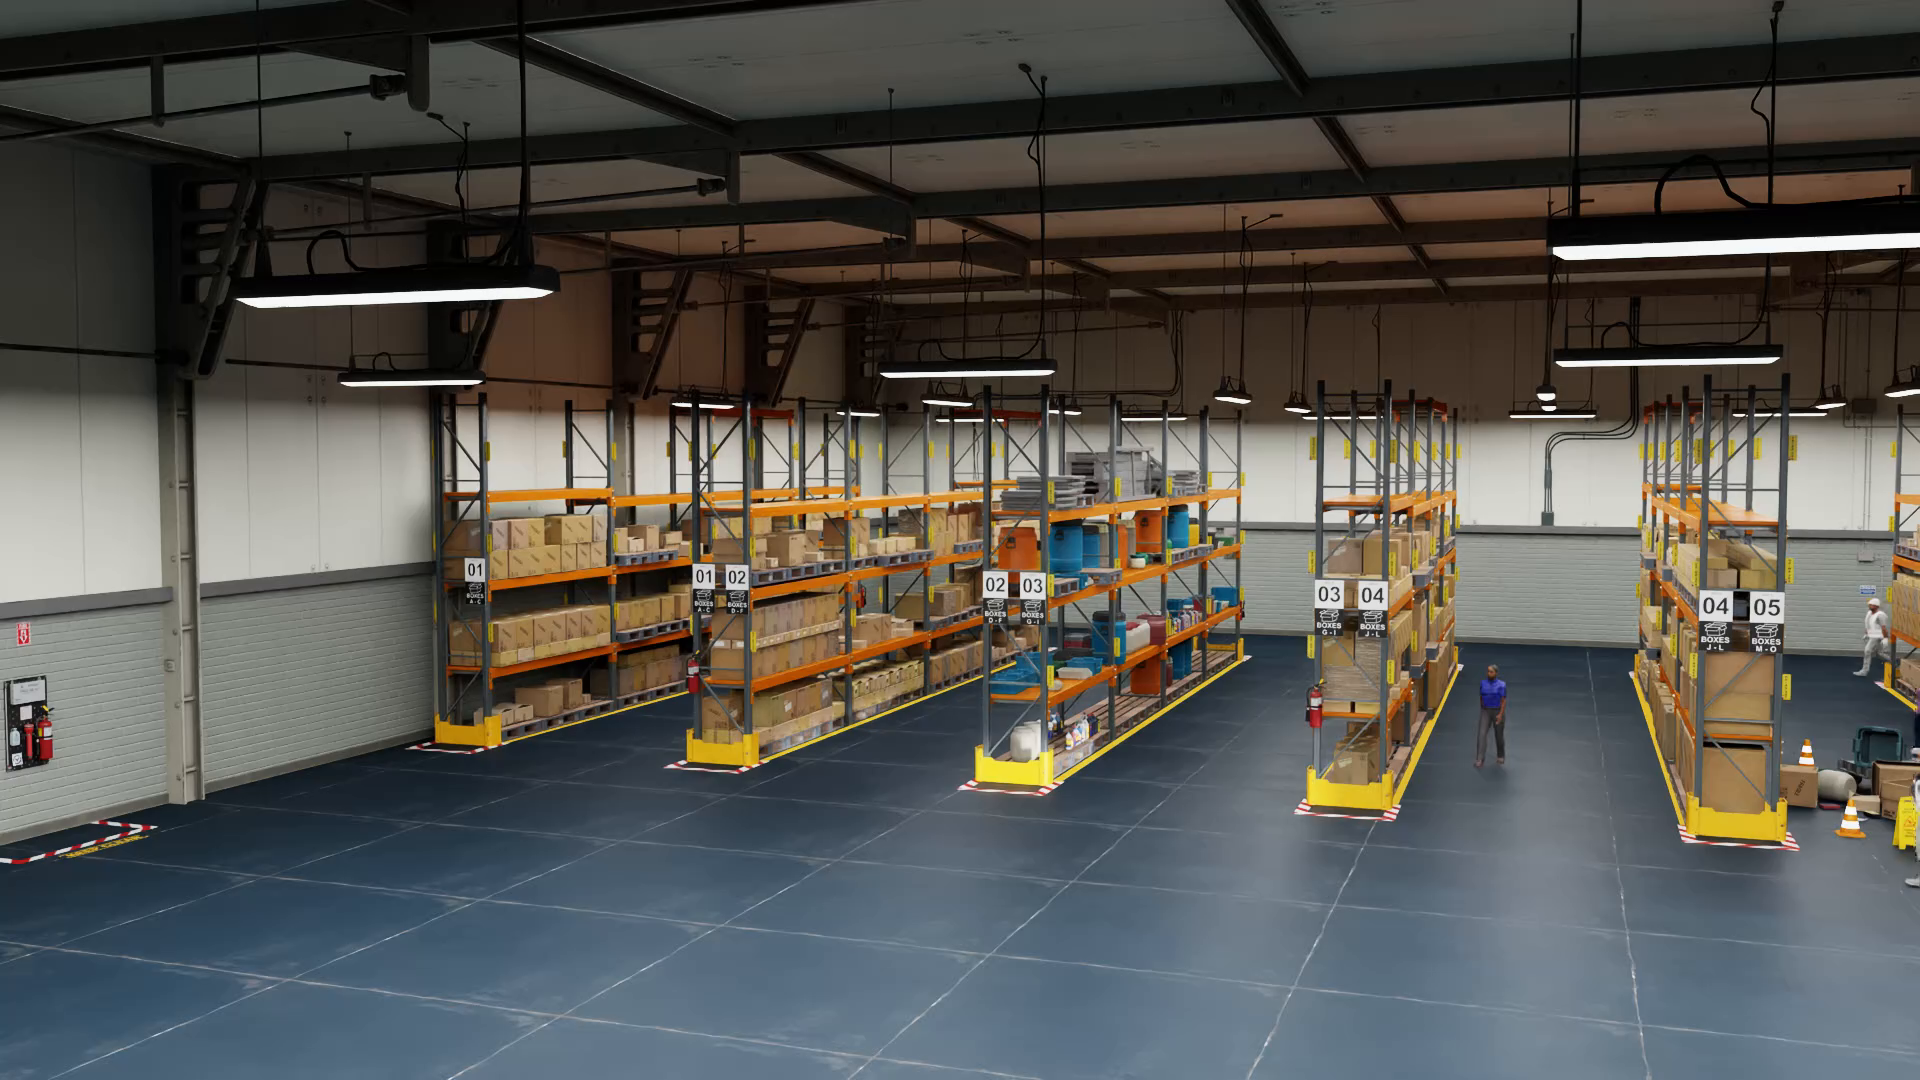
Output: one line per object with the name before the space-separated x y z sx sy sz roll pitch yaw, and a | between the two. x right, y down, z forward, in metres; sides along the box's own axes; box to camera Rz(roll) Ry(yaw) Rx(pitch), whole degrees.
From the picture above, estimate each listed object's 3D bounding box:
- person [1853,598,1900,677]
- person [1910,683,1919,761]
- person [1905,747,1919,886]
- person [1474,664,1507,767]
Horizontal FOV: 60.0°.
person | 20.345 2.163 36.896 1.027 1.749 0.572 0 3 8
person | 15.435 2.836 26.457 0.409 1.592 0.622 1 3 10
person | 11.199 3.149 19.037 0.621 1.642 0.489 2 3 29
person | 8.422 2.773 26.352 0.462 1.606 0.956 2 4 34
